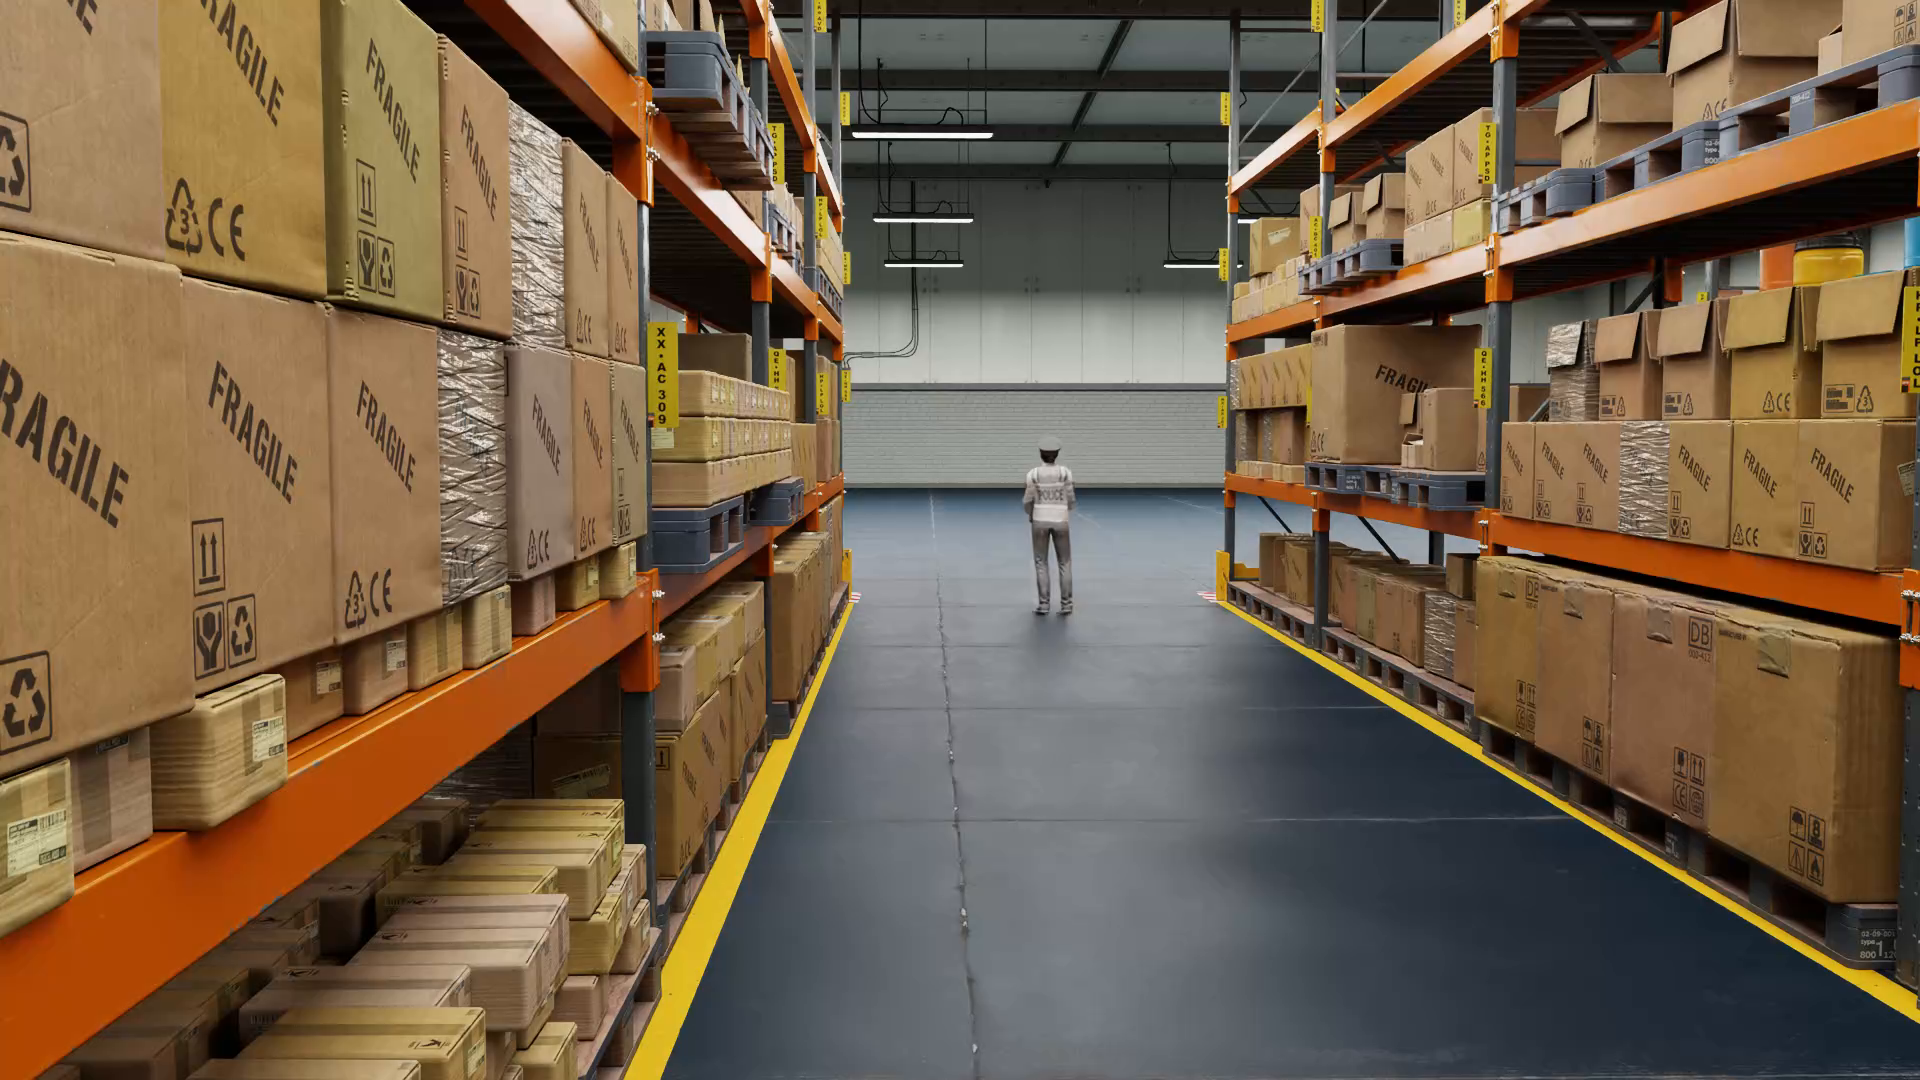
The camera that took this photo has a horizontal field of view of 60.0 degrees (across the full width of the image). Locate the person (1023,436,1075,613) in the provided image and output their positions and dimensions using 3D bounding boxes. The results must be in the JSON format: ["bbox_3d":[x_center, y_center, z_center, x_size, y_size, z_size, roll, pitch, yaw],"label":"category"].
[{"bbox_3d":[0.852,-0.145,15.866,0.503,1.700,0.505,0,4,-1],"label":"person"}]
